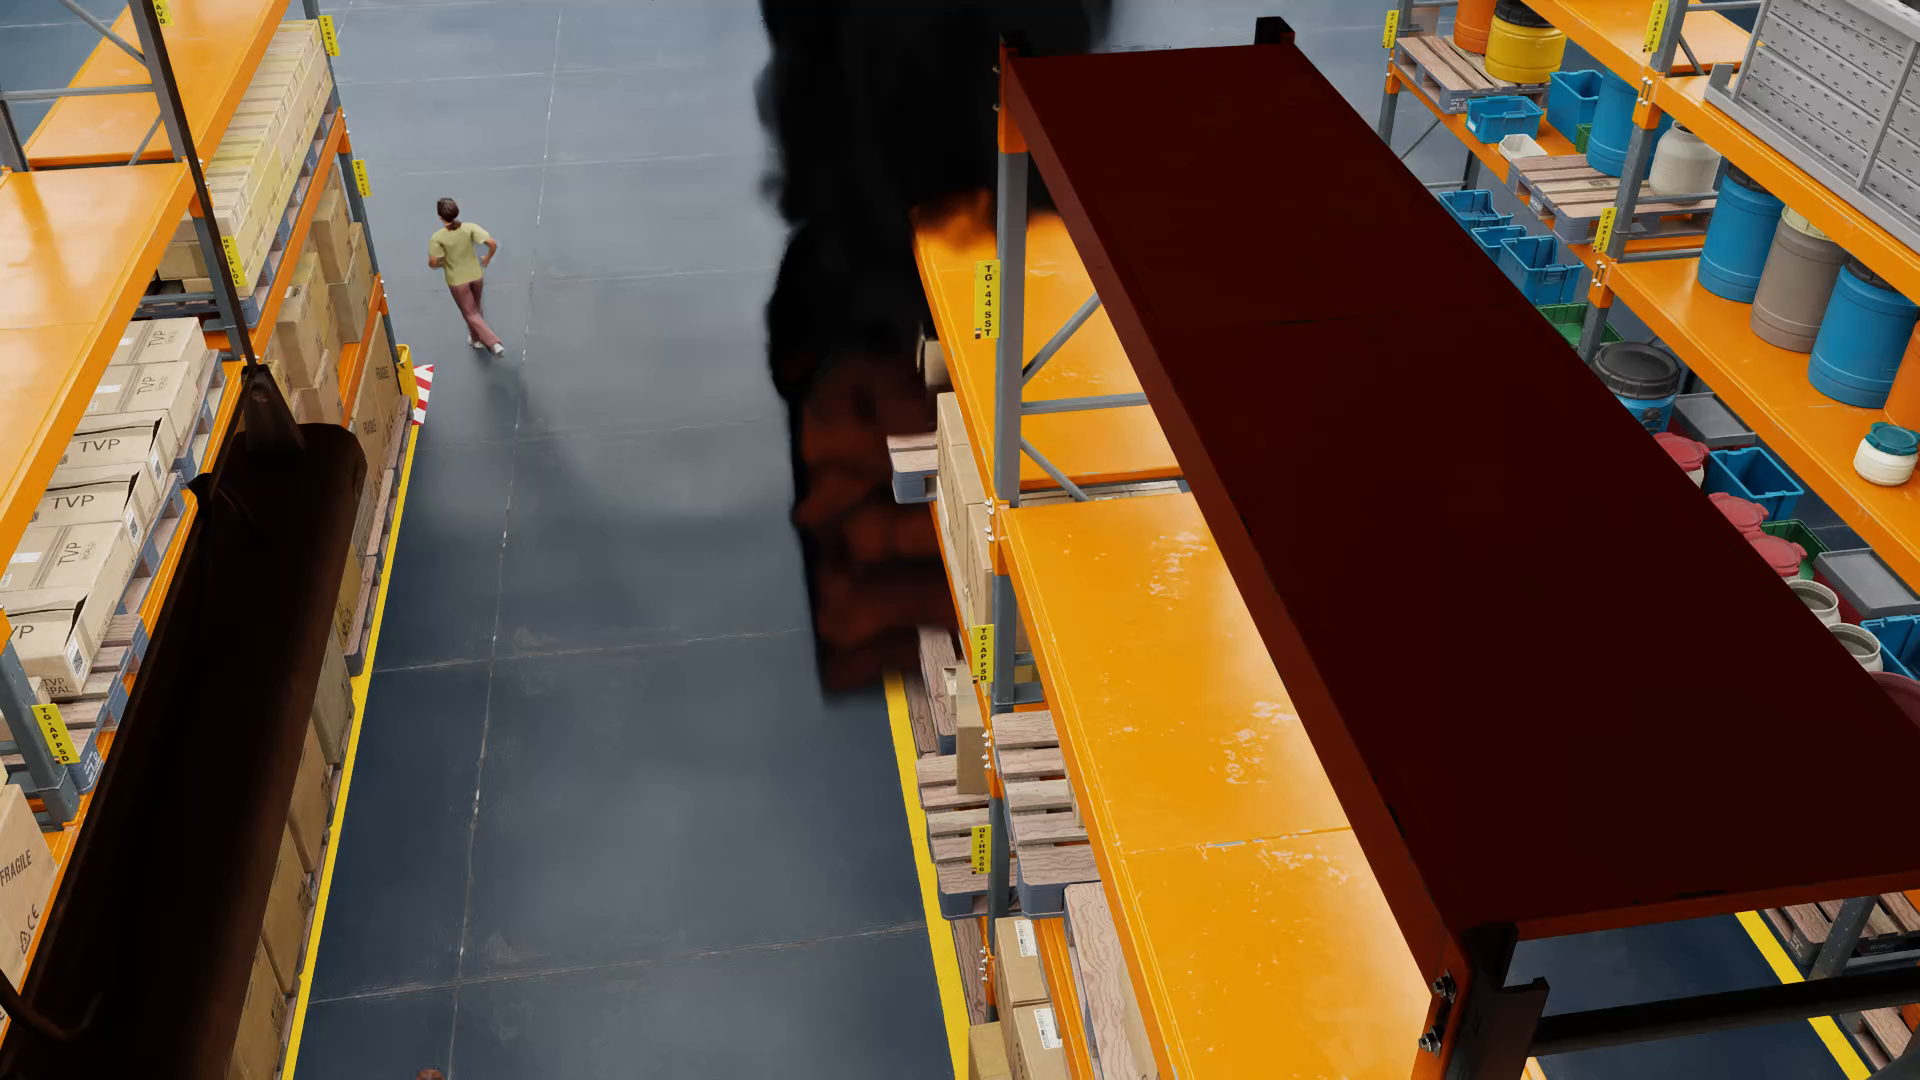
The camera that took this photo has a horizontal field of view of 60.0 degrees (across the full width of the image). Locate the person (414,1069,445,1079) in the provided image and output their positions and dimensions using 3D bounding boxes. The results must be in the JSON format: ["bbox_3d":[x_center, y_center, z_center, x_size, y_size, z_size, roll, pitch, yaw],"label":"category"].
[{"bbox_3d":[-2.415,3.083,7.919,0.513,1.634,0.702,-7,37,-10],"label":"person"}]

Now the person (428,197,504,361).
[{"bbox_3d":[-4.545,-2.365,15.308,0.611,1.668,0.905,-26,43,-30],"label":"person"}]
